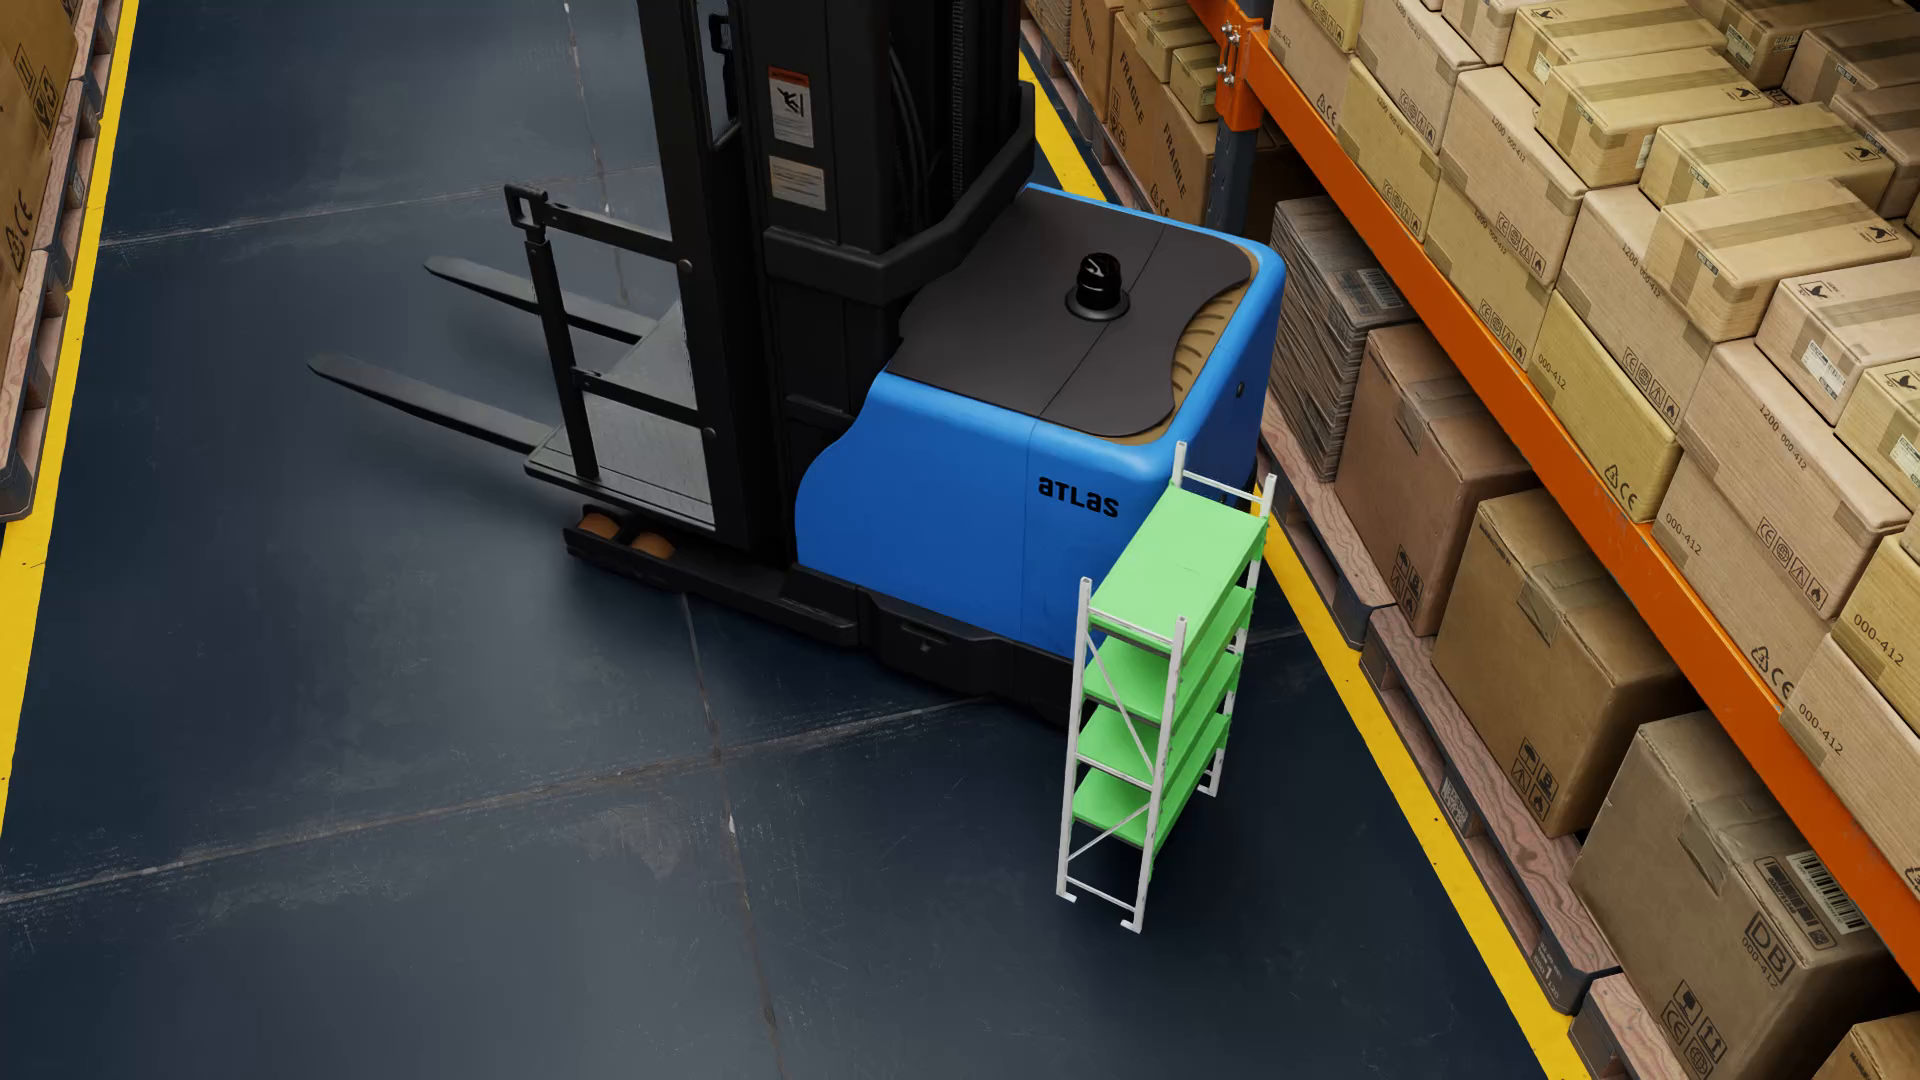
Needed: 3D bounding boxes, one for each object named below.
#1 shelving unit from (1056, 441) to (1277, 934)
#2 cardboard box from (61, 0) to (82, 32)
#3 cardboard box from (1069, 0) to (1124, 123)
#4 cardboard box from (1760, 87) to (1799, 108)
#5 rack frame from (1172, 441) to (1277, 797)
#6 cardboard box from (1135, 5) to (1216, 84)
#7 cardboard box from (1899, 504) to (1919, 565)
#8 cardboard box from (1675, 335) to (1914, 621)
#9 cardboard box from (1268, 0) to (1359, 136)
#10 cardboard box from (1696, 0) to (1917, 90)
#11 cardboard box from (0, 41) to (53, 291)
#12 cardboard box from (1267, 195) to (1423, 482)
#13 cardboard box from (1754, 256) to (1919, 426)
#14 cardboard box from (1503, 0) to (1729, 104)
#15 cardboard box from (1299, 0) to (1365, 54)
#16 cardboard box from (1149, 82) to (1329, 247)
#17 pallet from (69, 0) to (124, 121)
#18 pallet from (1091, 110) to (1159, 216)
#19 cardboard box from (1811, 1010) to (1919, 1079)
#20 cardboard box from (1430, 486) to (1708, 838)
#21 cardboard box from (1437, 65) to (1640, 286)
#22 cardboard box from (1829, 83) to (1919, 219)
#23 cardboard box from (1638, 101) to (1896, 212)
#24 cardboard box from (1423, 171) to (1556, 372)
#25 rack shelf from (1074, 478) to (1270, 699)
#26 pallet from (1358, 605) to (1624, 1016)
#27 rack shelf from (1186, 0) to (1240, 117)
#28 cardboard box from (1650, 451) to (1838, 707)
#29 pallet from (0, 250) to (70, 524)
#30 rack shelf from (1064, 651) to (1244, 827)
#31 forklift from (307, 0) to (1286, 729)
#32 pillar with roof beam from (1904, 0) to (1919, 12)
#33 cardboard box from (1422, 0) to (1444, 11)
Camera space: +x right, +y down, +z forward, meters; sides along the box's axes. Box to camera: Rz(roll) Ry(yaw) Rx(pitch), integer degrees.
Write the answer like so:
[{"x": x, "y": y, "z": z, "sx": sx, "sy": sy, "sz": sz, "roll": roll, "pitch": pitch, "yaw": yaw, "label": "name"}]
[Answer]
[{"x": 0.479, "y": 0.391, "z": 4.027, "sx": 0.258, "sy": 1.200, "sz": 0.503, "roll": 22, "pitch": 50, "yaw": 20, "label": "shelving unit"}, {"x": -4.268, "y": -2.635, "z": 6.926, "sx": 0.875, "sy": 0.875, "sz": 0.875, "roll": -9, "pitch": 46, "yaw": -9, "label": "cardboard box"}, {"x": 0.747, "y": -2.027, "z": 6.592, "sx": 0.500, "sy": 0.500, "sz": 0.500, "roll": -9, "pitch": 46, "yaw": -9, "label": "cardboard box"}, {"x": 1.959, "y": -0.958, "z": 3.844, "sx": 0.500, "sy": 0.250, "sz": 0.500, "roll": -11, "pitch": 47, "yaw": -11, "label": "cardboard box"}, {"x": 0.599, "y": 0.239, "z": 4.175, "sx": 0.240, "sy": 1.200, "sz": 0.015, "roll": 22, "pitch": 50, "yaw": 20, "label": "rack frame"}, {"x": 0.847, "y": -1.771, "z": 5.887, "sx": 0.380, "sy": 0.149, "sz": 0.250, "roll": -13, "pitch": 47, "yaw": -12, "label": "cardboard box"}, {"x": 1.749, "y": -0.001, "z": 2.626, "sx": 0.380, "sy": 0.149, "sz": 0.250, "roll": -12, "pitch": 47, "yaw": -12, "label": "cardboard box"}, {"x": 1.705, "y": -0.155, "z": 3.057, "sx": 0.500, "sy": 0.250, "sz": 0.500, "roll": -10, "pitch": 46, "yaw": -10, "label": "cardboard box"}, {"x": 1.195, "y": -1.391, "z": 4.618, "sx": 0.500, "sy": 0.250, "sz": 0.500, "roll": -11, "pitch": 47, "yaw": -10, "label": "cardboard box"}, {"x": 1.901, "y": -1.167, "z": 3.769, "sx": 0.380, "sy": 0.149, "sz": 0.250, "roll": -11, "pitch": 47, "yaw": -11, "label": "cardboard box"}, {"x": -3.801, "y": -1.396, "z": 5.711, "sx": 0.875, "sy": 0.875, "sz": 0.875, "roll": -10, "pitch": 46, "yaw": -10, "label": "cardboard box"}, {"x": 1.464, "y": -0.677, "z": 5.182, "sx": 0.875, "sy": 0.625, "sz": 0.625, "roll": -9, "pitch": 46, "yaw": -9, "label": "cardboard box"}, {"x": 1.684, "y": -0.367, "z": 2.985, "sx": 0.380, "sy": 0.149, "sz": 0.250, "roll": -10, "pitch": 46, "yaw": -10, "label": "cardboard box"}, {"x": 1.447, "y": -1.079, "z": 3.683, "sx": 0.380, "sy": 0.149, "sz": 0.250, "roll": -10, "pitch": 46, "yaw": -10, "label": "cardboard box"}, {"x": 1.171, "y": -1.561, "z": 4.435, "sx": 0.500, "sy": 0.250, "sz": 0.500, "roll": -11, "pitch": 47, "yaw": -10, "label": "cardboard box"}, {"x": 1.002, "y": -1.319, "z": 5.898, "sx": 0.500, "sy": 0.500, "sz": 0.500, "roll": -9, "pitch": 46, "yaw": -9, "label": "cardboard box"}, {"x": -4.233, "y": -2.151, "z": 7.210, "sx": 1.003, "sy": 0.211, "sz": 1.213, "roll": -11, "pitch": 47, "yaw": -10, "label": "pallet"}, {"x": 1.163, "y": -1.340, "z": 6.416, "sx": 1.003, "sy": 0.211, "sz": 1.213, "roll": -11, "pitch": 47, "yaw": -10, "label": "pallet"}, {"x": 2.197, "y": 1.294, "z": 3.251, "sx": 0.875, "sy": 0.625, "sz": 0.625, "roll": -9, "pitch": 46, "yaw": -9, "label": "cardboard box"}, {"x": 1.812, "y": 0.238, "z": 4.285, "sx": 0.875, "sy": 0.625, "sz": 0.625, "roll": -12, "pitch": 47, "yaw": -12, "label": "cardboard box"}, {"x": 1.439, "y": -0.855, "z": 3.743, "sx": 0.500, "sy": 0.250, "sz": 0.500, "roll": -12, "pitch": 47, "yaw": -11, "label": "cardboard box"}, {"x": 2.008, "y": -0.812, "z": 3.421, "sx": 0.380, "sy": 0.149, "sz": 0.250, "roll": -9, "pitch": 46, "yaw": -9, "label": "cardboard box"}, {"x": 1.615, "y": -0.731, "z": 3.342, "sx": 0.380, "sy": 0.149, "sz": 0.250, "roll": -11, "pitch": 47, "yaw": -10, "label": "cardboard box"}, {"x": 1.458, "y": -0.688, "z": 3.929, "sx": 0.500, "sy": 0.250, "sz": 0.500, "roll": -12, "pitch": 47, "yaw": -12, "label": "cardboard box"}, {"x": 0.480, "y": 0.100, "z": 3.729, "sx": 0.258, "sy": 0.148, "sz": 0.480, "roll": 22, "pitch": 50, "yaw": 20, "label": "rack shelf"}, {"x": 1.799, "y": 0.598, "z": 4.516, "sx": 1.003, "sy": 0.211, "sz": 1.213, "roll": -11, "pitch": 47, "yaw": -10, "label": "pallet"}, {"x": 0.806, "y": -2.923, "z": 6.518, "sx": 1.077, "sy": 0.370, "sz": 4.000, "roll": -11, "pitch": 47, "yaw": -10, "label": "rack shelf"}, {"x": 1.728, "y": 0.025, "z": 3.230, "sx": 0.500, "sy": 0.250, "sz": 0.500, "roll": -10, "pitch": 47, "yaw": -10, "label": "cardboard box"}, {"x": -3.609, "y": -0.466, "z": 5.559, "sx": 1.003, "sy": 0.211, "sz": 1.213, "roll": -11, "pitch": 47, "yaw": -10, "label": "pallet"}, {"x": 0.479, "y": 0.436, "z": 4.072, "sx": 0.258, "sy": 0.148, "sz": 0.480, "roll": 22, "pitch": 50, "yaw": 20, "label": "rack shelf"}, {"x": -0.654, "y": -1.208, "z": 4.382, "sx": 3.031, "sy": 2.935, "sz": 1.130, "roll": 19, "pitch": 48, "yaw": 17, "label": "forklift"}, {"x": -1.639, "y": -2.371, "z": 1.273, "sx": 9.100, "sy": 9.000, "sz": 0.400, "roll": -11, "pitch": 47, "yaw": -10, "label": "pillar with roof beam"}, {"x": 1.275, "y": -1.425, "z": 4.022, "sx": 0.380, "sy": 0.149, "sz": 0.250, "roll": -10, "pitch": 46, "yaw": -9, "label": "cardboard box"}]
